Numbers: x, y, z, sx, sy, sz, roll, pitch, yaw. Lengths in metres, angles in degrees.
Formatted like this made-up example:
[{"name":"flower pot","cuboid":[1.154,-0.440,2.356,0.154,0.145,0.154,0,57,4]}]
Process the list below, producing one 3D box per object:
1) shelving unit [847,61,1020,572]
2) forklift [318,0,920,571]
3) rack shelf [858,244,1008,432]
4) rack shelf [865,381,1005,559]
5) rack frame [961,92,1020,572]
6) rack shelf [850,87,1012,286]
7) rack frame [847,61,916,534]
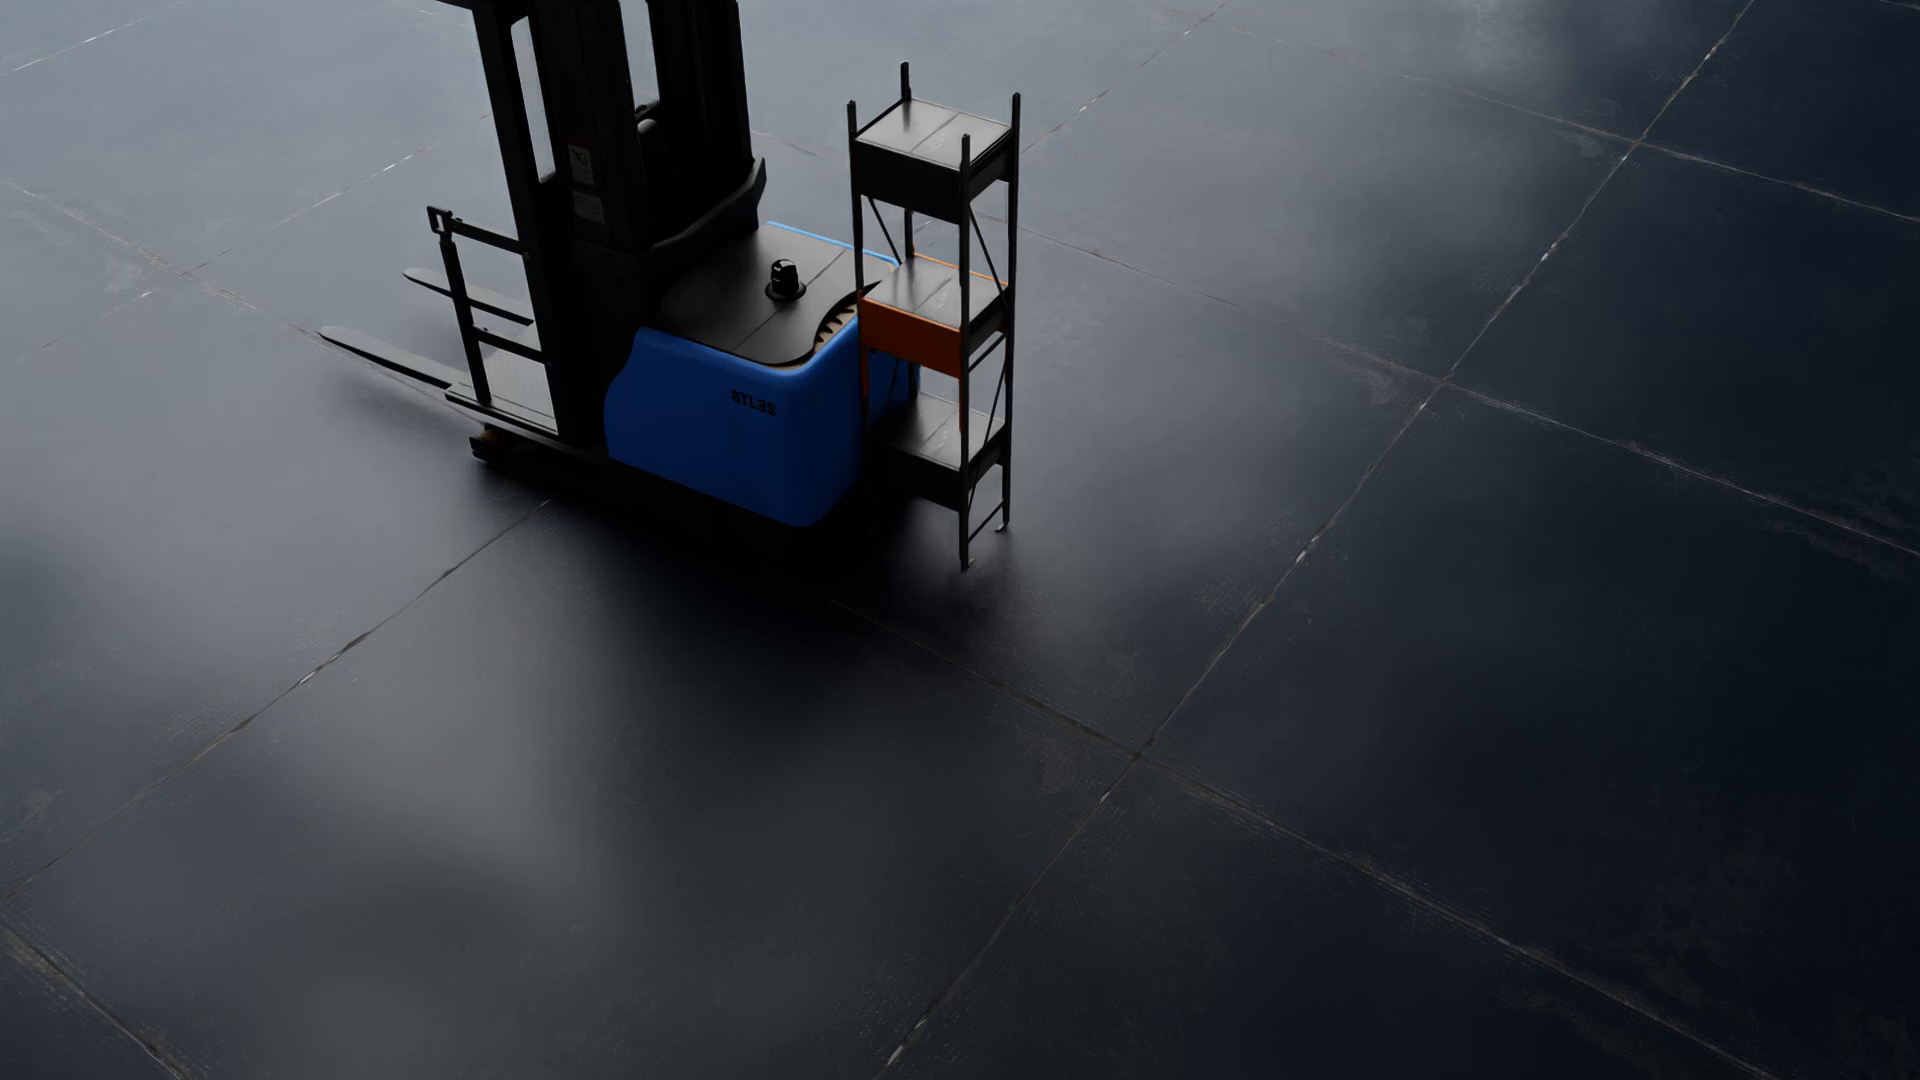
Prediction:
[{"name":"shelving unit","cuboid":[-0.095,-0.840,6.802,0.503,2.100,0.431,22,46,23]},{"name":"forklift","cuboid":[-1.707,-1.670,7.106,3.031,2.935,1.130,20,46,21]},{"name":"rack shelf","cuboid":[-0.095,-0.830,6.811,0.480,0.518,0.431,22,46,23]},{"name":"rack shelf","cuboid":[-0.095,-0.308,7.278,0.480,0.518,0.431,22,46,23]},{"name":"rack frame","cuboid":[0.114,-0.756,6.708,0.015,2.100,0.400,22,46,23]},{"name":"rack shelf","cuboid":[-0.095,-1.352,6.344,0.480,0.518,0.431,22,46,23]},{"name":"rack frame","cuboid":[-0.304,-0.924,6.896,0.015,2.100,0.400,22,46,23]}]
